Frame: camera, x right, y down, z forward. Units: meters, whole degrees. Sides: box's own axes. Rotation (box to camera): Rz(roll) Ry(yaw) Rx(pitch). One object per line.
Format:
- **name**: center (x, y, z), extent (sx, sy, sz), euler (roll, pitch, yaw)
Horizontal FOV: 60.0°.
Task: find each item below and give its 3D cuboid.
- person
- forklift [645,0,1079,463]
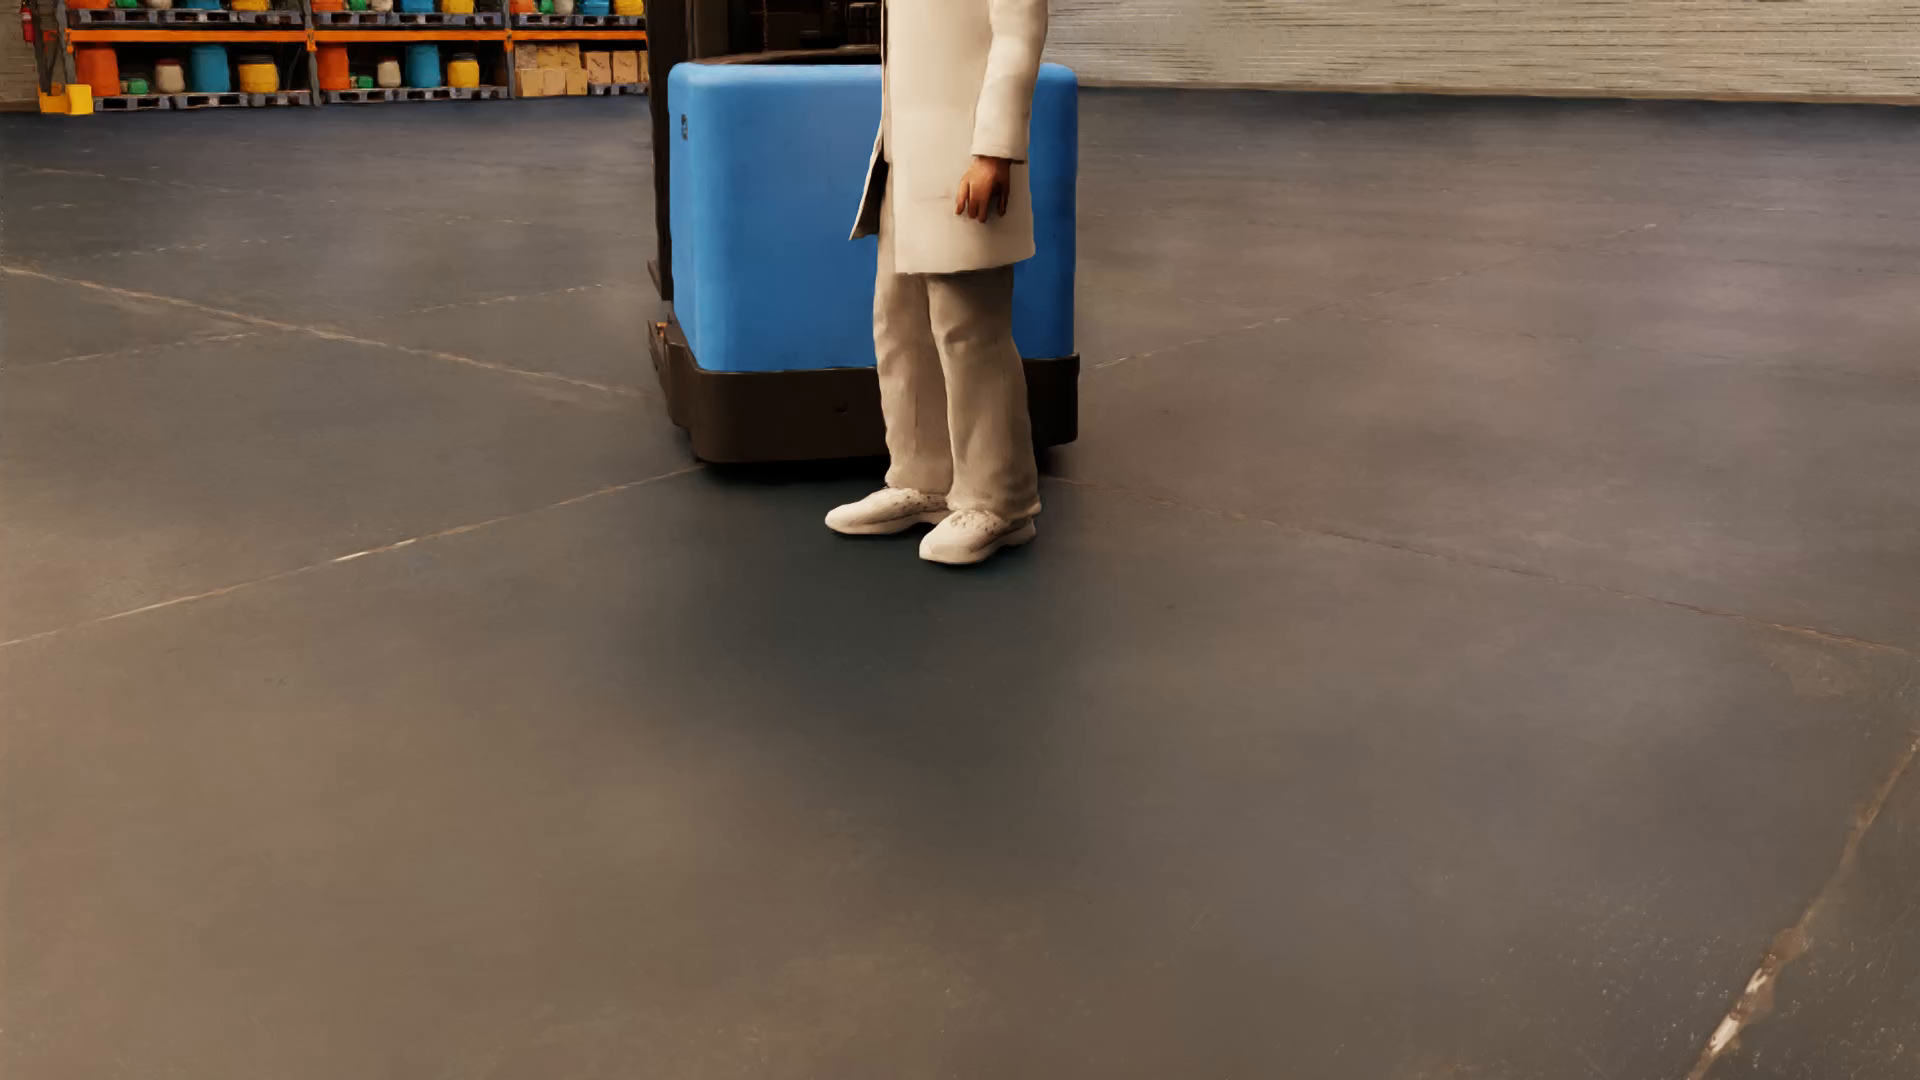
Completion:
- **person**: center (-0.059, -0.844, 3.670), extent (0.486, 1.778, 0.585), euler (-4, 17, -13)
- **forklift**: center (-0.508, -1.990, 5.453), extent (1.130, 2.935, 3.031), euler (-4, 17, -13)
